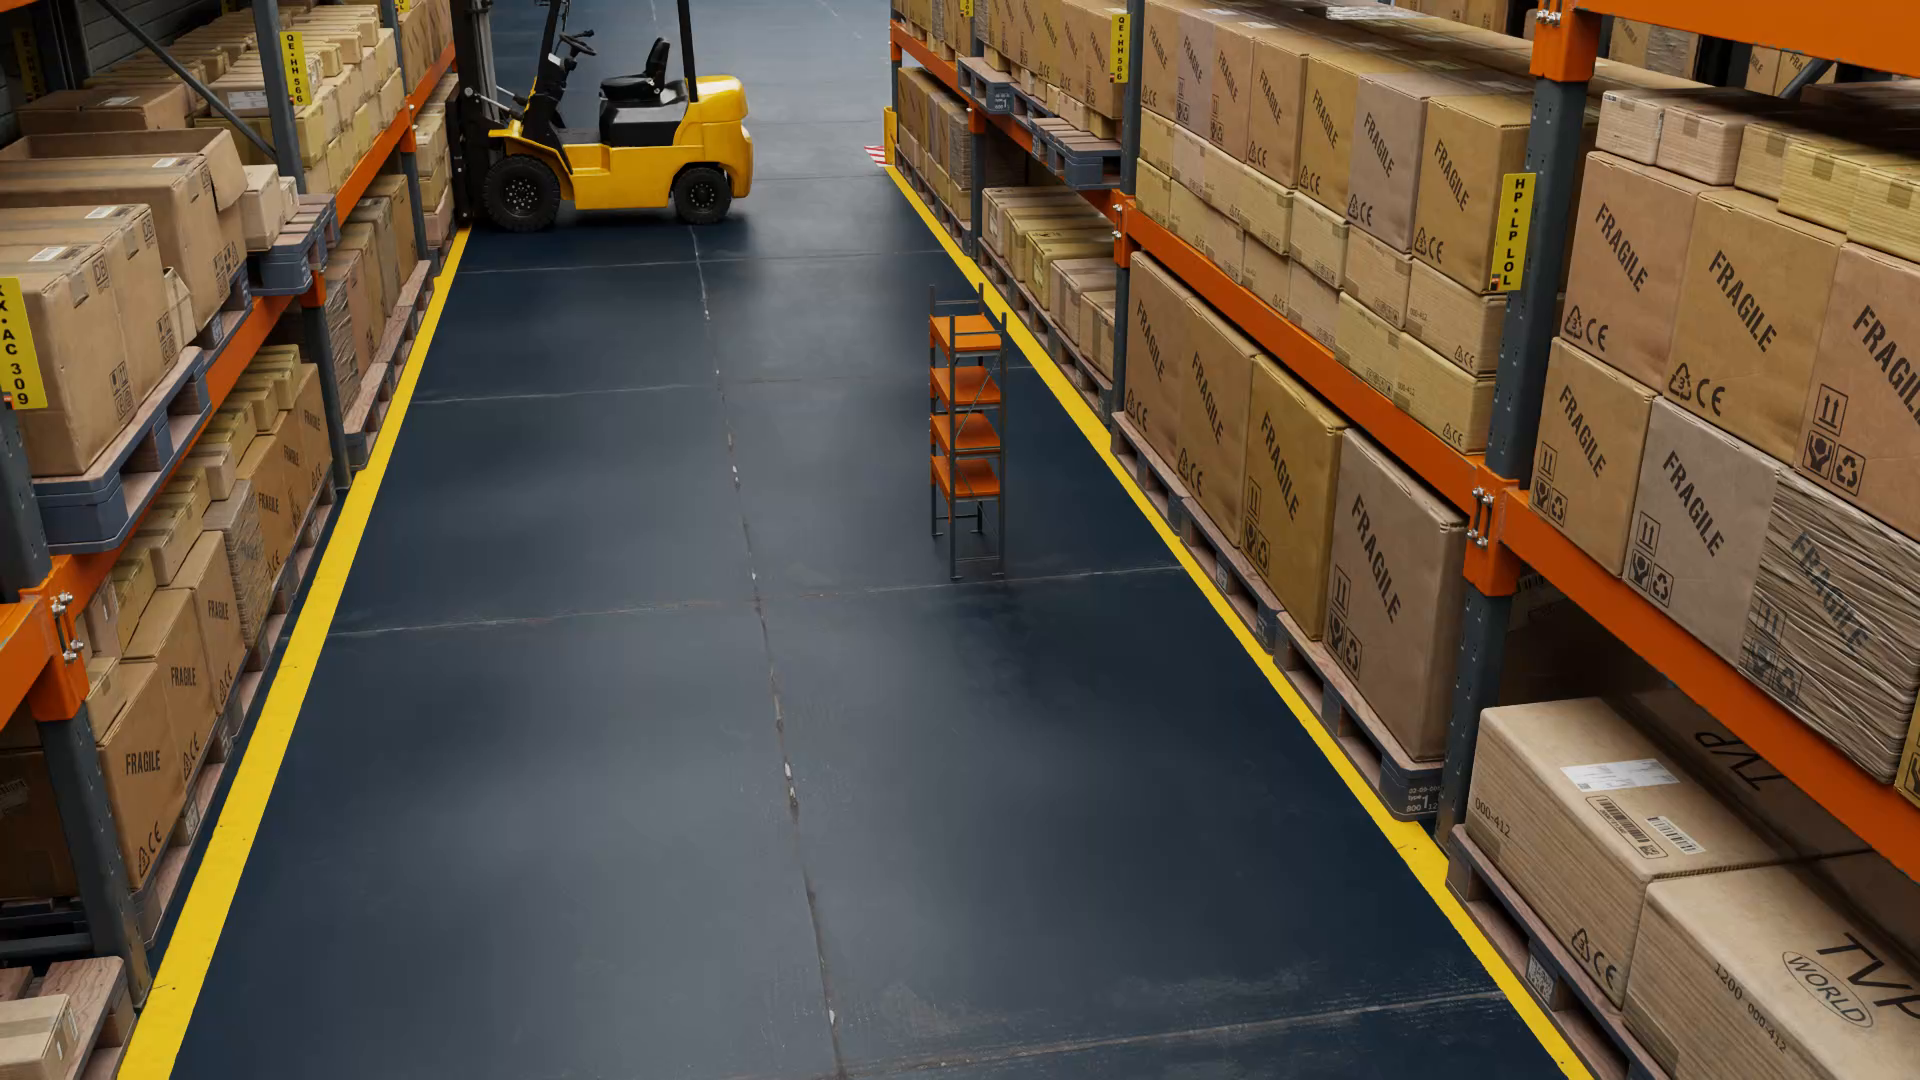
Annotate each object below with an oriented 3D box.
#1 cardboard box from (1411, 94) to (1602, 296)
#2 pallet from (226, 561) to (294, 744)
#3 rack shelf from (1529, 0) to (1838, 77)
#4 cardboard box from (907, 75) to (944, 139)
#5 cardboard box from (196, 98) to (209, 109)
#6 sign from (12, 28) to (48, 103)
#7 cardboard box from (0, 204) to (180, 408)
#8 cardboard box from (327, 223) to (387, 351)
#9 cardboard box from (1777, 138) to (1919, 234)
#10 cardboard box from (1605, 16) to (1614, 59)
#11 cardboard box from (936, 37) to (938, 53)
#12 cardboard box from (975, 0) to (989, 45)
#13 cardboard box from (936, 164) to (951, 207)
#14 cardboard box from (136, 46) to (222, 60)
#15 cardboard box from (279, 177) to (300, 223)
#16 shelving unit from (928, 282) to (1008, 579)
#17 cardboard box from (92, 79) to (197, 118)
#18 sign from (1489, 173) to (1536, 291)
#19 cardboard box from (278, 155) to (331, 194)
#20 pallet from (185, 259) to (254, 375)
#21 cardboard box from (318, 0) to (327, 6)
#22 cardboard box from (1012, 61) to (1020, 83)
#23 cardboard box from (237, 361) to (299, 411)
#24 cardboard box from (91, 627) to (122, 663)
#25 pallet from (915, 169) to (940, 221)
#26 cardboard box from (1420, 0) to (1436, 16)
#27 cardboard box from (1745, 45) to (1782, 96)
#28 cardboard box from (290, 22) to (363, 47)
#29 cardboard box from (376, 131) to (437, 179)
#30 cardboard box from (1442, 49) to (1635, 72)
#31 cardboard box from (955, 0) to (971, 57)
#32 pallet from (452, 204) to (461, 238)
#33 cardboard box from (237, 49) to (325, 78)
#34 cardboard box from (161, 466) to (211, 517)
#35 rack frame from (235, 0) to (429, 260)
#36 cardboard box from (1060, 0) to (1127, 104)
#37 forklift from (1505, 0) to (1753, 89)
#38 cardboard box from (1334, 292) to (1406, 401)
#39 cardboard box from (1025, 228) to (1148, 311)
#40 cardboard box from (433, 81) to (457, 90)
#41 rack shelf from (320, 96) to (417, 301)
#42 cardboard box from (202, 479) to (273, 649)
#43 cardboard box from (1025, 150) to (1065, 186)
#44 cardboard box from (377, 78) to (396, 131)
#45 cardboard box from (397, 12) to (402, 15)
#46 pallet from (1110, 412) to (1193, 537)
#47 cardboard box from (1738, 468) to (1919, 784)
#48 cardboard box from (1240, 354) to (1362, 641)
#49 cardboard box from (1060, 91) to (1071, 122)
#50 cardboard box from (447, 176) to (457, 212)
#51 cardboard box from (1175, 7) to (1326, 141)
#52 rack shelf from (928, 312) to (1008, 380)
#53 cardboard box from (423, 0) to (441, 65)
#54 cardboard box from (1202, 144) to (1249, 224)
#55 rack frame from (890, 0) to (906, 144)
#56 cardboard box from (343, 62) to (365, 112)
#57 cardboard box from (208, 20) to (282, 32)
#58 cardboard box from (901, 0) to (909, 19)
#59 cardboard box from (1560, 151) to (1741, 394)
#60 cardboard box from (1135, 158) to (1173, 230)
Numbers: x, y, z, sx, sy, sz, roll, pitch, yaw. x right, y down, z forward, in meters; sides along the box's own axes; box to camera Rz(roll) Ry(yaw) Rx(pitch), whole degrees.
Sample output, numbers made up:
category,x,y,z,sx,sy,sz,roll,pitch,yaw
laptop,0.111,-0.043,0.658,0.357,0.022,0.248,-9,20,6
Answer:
category,x,y,z,sx,sy,sz,roll,pitch,yaw
cardboard box,1.734,-1.060,5.056,0.500,0.500,0.500,-4,24,-8
pallet,-3.231,0.449,6.457,1.003,0.211,1.213,-4,24,-10
rack shelf,1.693,-2.231,6.261,1.077,0.370,4.000,-4,24,-10
cardboard box,-0.173,-3.843,14.775,0.500,0.500,0.500,-5,24,-12
cardboard box,-4.007,-2.121,8.422,0.500,0.250,0.500,-4,24,-9
sign,-4.099,-2.092,7.346,0.100,0.325,0.005,-4,24,-10
cardboard box,-2.780,-0.679,4.908,0.700,0.500,0.500,-4,24,-9
cardboard box,-3.909,-1.476,9.823,0.875,0.625,0.625,-5,24,-12
cardboard box,2.004,-0.758,3.553,0.380,0.149,0.250,-4,24,-10
cardboard box,5.350,-4.165,13.351,0.875,0.550,0.550,-4,24,-10
cardboard box,0.016,-4.037,13.559,0.380,0.149,0.250,-5,24,-11
cardboard box,0.389,-3.715,11.487,0.500,0.500,0.500,-4,24,-8
cardboard box,0.102,-2.900,13.552,0.500,0.250,0.500,-5,24,-11
cardboard box,-4.173,-2.553,8.912,0.380,0.149,0.250,-5,24,-11
cardboard box,-3.056,-1.451,7.114,0.380,0.149,0.250,-4,24,-9
shelving unit,0.031,-0.485,7.361,0.258,1.200,0.503,-4,24,-10
cardboard box,-3.813,-2.060,7.783,0.380,0.149,0.250,-4,24,-8
sign,1.531,-0.850,4.600,0.100,0.325,0.005,-4,24,-10
cardboard box,-3.396,-1.728,8.146,0.500,0.250,0.500,-4,24,-10
pallet,-3.190,-0.751,5.962,1.003,0.211,1.213,-4,24,-10
cardboard box,-4.727,-3.828,11.832,0.380,0.149,0.250,-4,24,-8
cardboard box,0.547,-3.074,10.829,0.380,0.149,0.250,-4,24,-9
cardboard box,-3.133,-0.667,7.318,0.380,0.149,0.250,-6,24,-12
cardboard box,-2.747,0.361,4.963,0.380,0.149,0.250,-5,24,-11
pallet,0.196,-3.011,14.379,1.003,0.211,1.213,-4,24,-10
cardboard box,4.926,-5.237,15.806,0.875,0.550,0.550,-4,24,-10
cardboard box,5.540,-3.176,11.149,0.500,0.500,0.500,-4,24,-9
cardboard box,-3.788,-3.001,9.937,0.380,0.149,0.250,-5,24,-11
cardboard box,-4.075,-2.781,12.032,0.500,0.250,0.500,-5,24,-11
cardboard box,2.053,-1.493,6.047,0.500,0.500,0.500,-5,24,-11
cardboard box,0.257,-3.885,12.400,0.500,0.500,0.500,-5,24,-11
pallet,-4.629,-2.696,13.659,1.003,0.211,1.213,-4,24,-10
cardboard box,-3.584,-2.497,8.783,0.380,0.149,0.250,-4,24,-9
cardboard box,-3.001,-0.148,6.130,0.380,0.149,0.250,-4,24,-10
rack frame,-4.294,-3.177,11.277,1.000,3.000,0.127,-4,24,-10
cardboard box,0.860,-2.708,9.181,0.500,0.500,0.500,-5,24,-11
forklift,3.112,-1.798,8.205,1.130,2.935,3.031,2,24,5
cardboard box,1.639,-0.689,5.767,0.500,0.250,0.500,-5,24,-10
cardboard box,0.950,-1.772,10.819,0.950,0.372,0.625,-4,24,-8
cardboard box,-4.542,-3.783,14.325,0.500,0.250,0.500,-4,24,-9
rack shelf,-3.924,-2.061,9.620,1.077,0.370,4.000,-4,24,-10
cardboard box,-2.969,0.106,6.358,0.500,0.500,0.500,-5,24,-12
cardboard box,0.740,-3.074,13.015,0.500,0.500,0.500,-3,24,-7
cardboard box,-3.845,-2.732,10.446,0.500,0.250,0.500,-4,24,-10
cardboard box,-4.144,-3.767,11.692,0.380,0.149,0.250,-4,24,-9
pallet,1.395,-0.379,8.354,1.003,0.211,1.213,-4,24,-10
cardboard box,2.067,0.153,3.527,0.500,0.500,0.500,-4,24,-9
cardboard box,1.695,-0.211,6.615,0.875,0.875,0.875,-4,24,-8
cardboard box,0.781,-2.457,9.417,0.380,0.149,0.250,-5,24,-12
cardboard box,-4.277,-2.724,13.150,0.500,0.250,0.500,-4,24,-9
cardboard box,1.275,-2.070,7.368,0.500,0.500,0.500,-4,24,-10
rack shelf,0.031,-0.845,7.203,0.258,0.148,0.480,-4,24,-10
cardboard box,-4.399,-4.019,13.079,0.500,0.500,0.500,-4,24,-9
cardboard box,1.349,-1.515,7.034,0.500,0.250,0.500,-4,24,-10
rack frame,-0.156,-5.119,15.724,1.000,3.000,0.127,-4,24,-10
cardboard box,-3.686,-2.560,9.427,0.500,0.250,0.500,-4,24,-9
cardboard box,-4.329,-3.059,10.072,0.380,0.149,0.250,-5,24,-10
cardboard box,-0.242,-4.891,14.705,0.500,0.500,0.500,-4,24,-8
cardboard box,1.913,-0.698,4.227,0.500,0.500,0.500,-4,24,-9
cardboard box,1.167,-1.693,8.066,0.500,0.250,0.500,-5,24,-11
